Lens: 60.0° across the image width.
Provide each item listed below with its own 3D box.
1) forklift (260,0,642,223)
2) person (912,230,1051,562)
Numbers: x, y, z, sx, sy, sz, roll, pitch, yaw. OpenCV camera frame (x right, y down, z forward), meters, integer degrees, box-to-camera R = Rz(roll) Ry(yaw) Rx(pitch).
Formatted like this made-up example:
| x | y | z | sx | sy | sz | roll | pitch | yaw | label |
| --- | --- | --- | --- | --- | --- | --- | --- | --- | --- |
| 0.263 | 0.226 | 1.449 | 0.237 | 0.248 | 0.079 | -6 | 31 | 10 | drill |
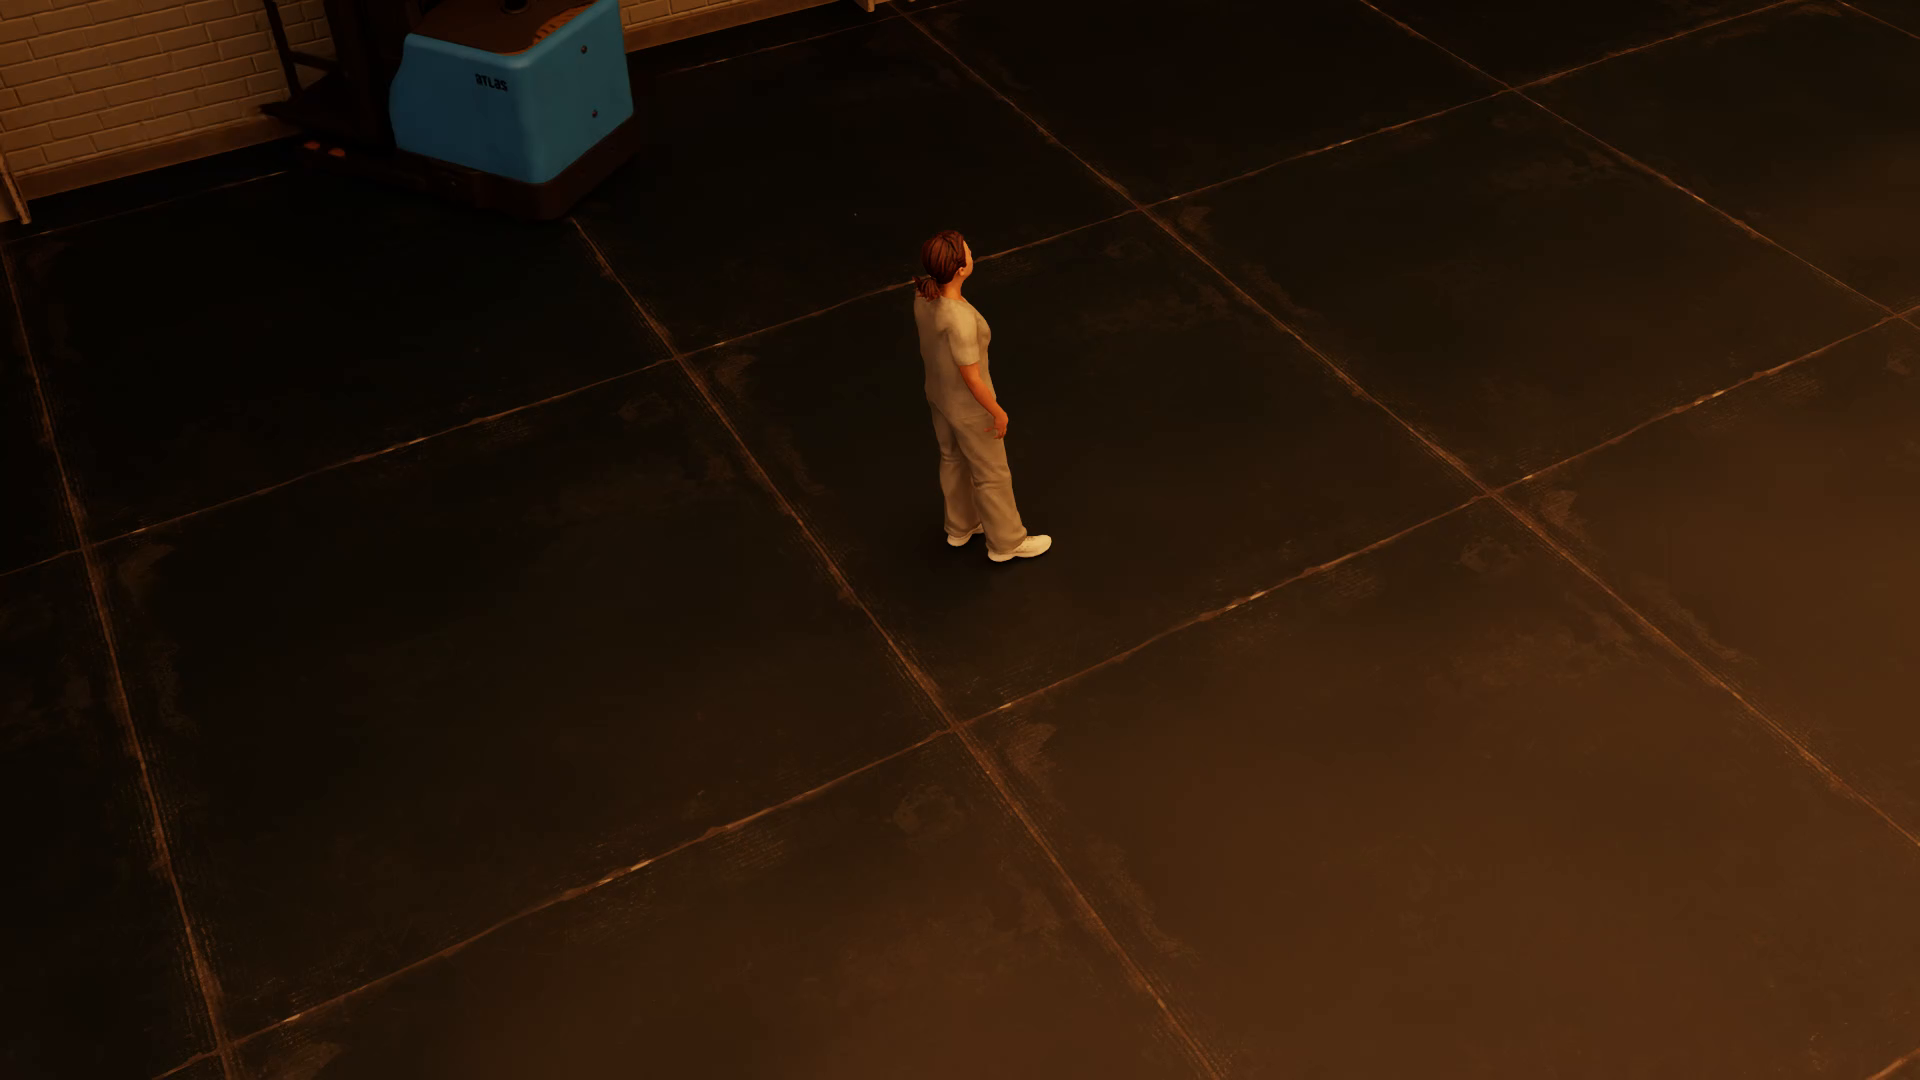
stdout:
| x | y | z | sx | sy | sz | roll | pitch | yaw | label |
| --- | --- | --- | --- | --- | --- | --- | --- | --- | --- |
| -3.549 | -3.630 | 9.612 | 3.031 | 2.935 | 1.130 | 18 | 46 | 18 | forklift |
| 0.071 | -0.637 | 7.297 | 0.548 | 1.673 | 0.549 | -21 | 47 | -21 | person |
